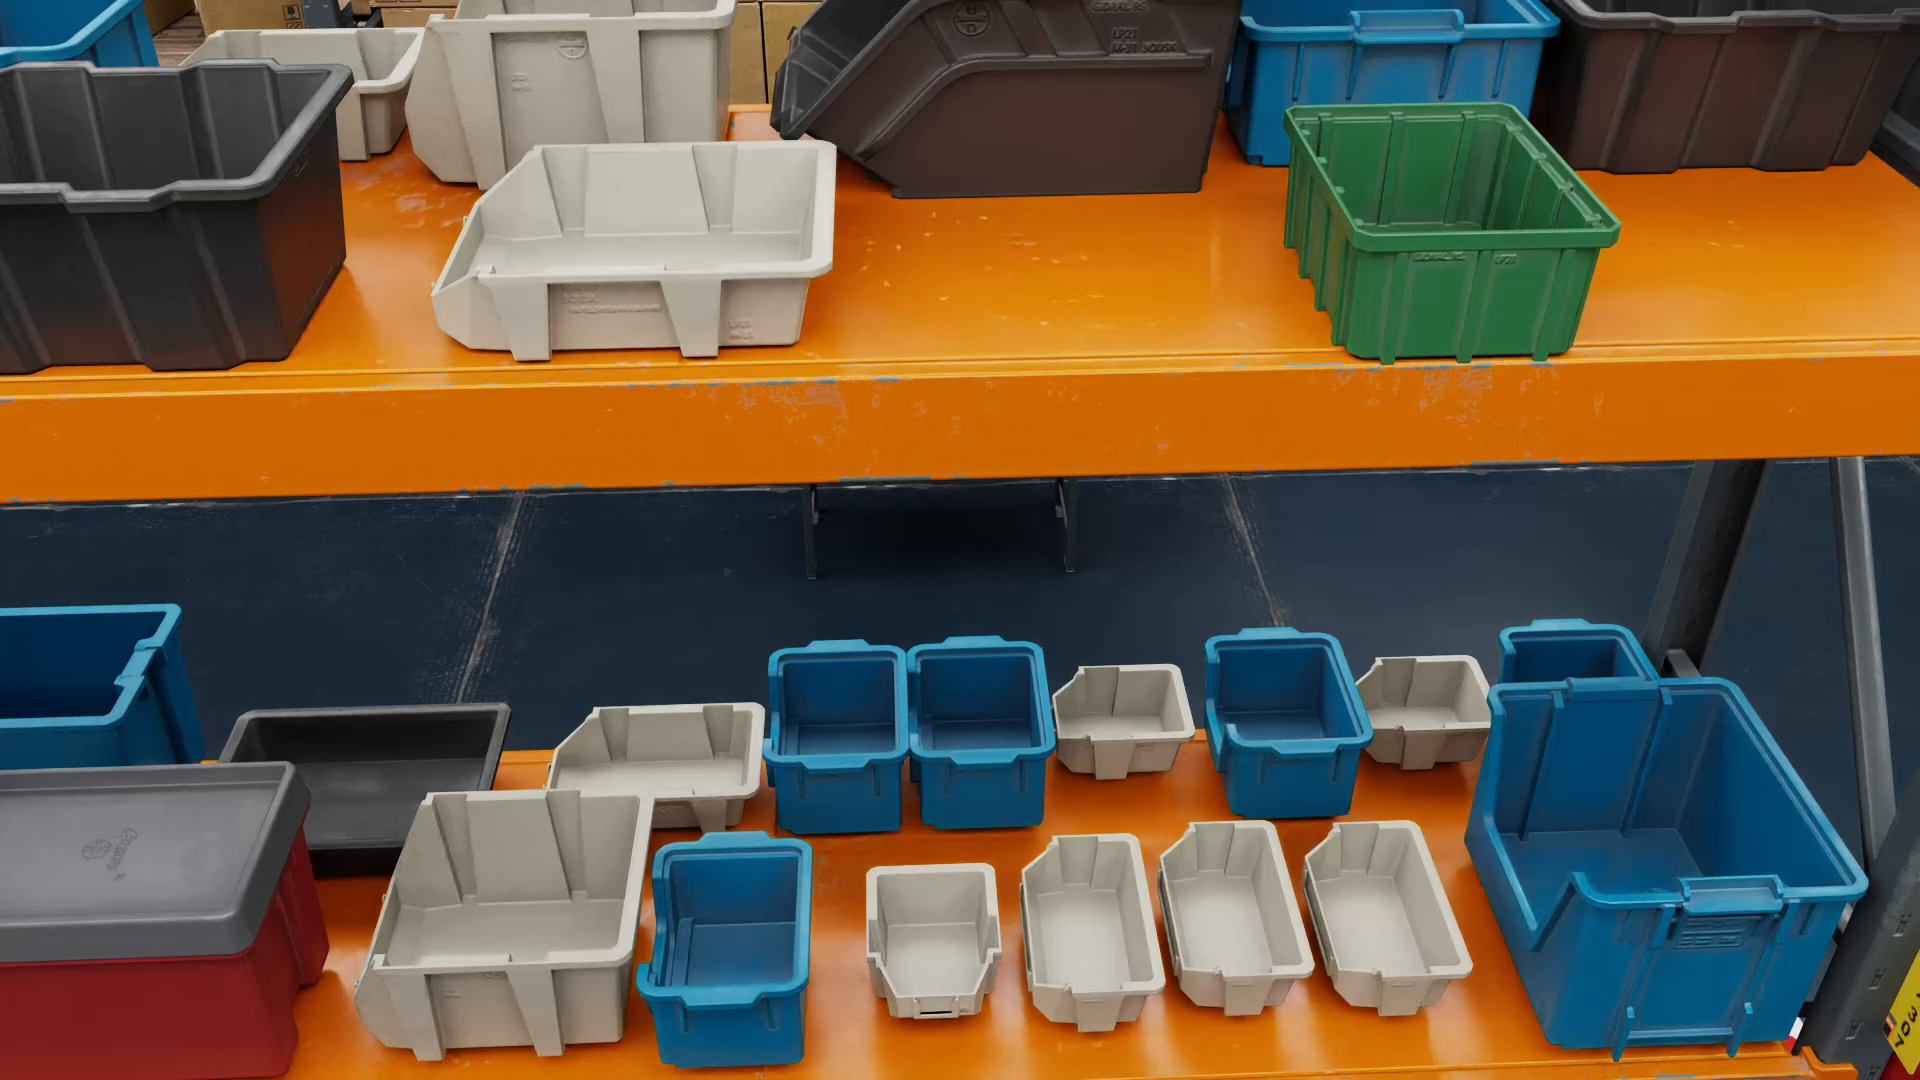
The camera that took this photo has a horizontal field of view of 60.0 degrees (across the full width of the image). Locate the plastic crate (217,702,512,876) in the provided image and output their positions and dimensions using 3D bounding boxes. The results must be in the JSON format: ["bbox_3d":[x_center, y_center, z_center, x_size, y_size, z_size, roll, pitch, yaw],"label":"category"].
[{"bbox_3d":[-1.273,0.541,3.521,0.590,0.125,0.437,-2,35,-2],"label":"plastic crate"}]

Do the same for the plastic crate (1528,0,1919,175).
[{"bbox_3d":[1.219,-0.800,2.749,0.590,0.269,0.497,-2,35,-2],"label":"plastic crate"}]

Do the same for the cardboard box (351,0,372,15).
[{"bbox_3d":[-4.378,-4.167,11.656,0.750,0.750,0.750,-1,35,-1],"label":"cardboard box"}]

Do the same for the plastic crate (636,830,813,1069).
[{"bbox_3d":[-0.422,0.773,3.091,0.300,0.233,0.416,-2,35,-2],"label":"plastic crate"}]

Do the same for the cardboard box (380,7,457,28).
[{"bbox_3d":[-2.087,-2.080,7.032,0.500,0.500,0.500,-1,35,-1],"label":"cardboard box"}]

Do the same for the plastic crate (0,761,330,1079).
[{"bbox_3d":[-1.475,0.703,2.989,0.583,0.464,0.402,-2,35,-2],"label":"plastic crate"}]

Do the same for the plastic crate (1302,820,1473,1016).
[{"bbox_3d":[0.811,0.737,3.229,0.243,0.136,0.396,-2,35,-2],"label":"plastic crate"}]

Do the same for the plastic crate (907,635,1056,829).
[{"bbox_3d":[0.040,0.427,3.591,0.300,0.233,0.416,-2,35,-2],"label":"plastic crate"}]

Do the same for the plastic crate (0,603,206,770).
[{"bbox_3d":[-1.928,0.411,3.481,0.575,0.384,0.392,-2,35,-2],"label":"plastic crate"}]

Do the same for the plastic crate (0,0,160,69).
[{"bbox_3d":[-1.484,-0.735,2.687,0.300,0.233,0.416,-2,35,-2],"label":"plastic crate"}]

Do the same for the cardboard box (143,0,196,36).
[{"bbox_3d":[-3.777,-2.453,7.202,0.500,0.500,0.700,4,35,5],"label":"cardboard box"}]

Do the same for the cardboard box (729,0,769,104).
[{"bbox_3d":[-1.076,-2.108,7.072,0.500,0.500,0.500,-2,35,-2],"label":"cardboard box"}]

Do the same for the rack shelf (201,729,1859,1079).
[{"bbox_3d":[-0.381,0.878,3.478,4.000,0.370,1.077,-2,35,-2],"label":"rack shelf"}]

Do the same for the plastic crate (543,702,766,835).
[{"bbox_3d":[-0.653,0.502,3.568,0.466,0.136,0.293,-2,35,-2],"label":"plastic crate"}]

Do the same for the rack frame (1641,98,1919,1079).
[{"bbox_3d":[1.617,0.528,3.351,0.127,3.000,1.000,-2,35,-2],"label":"rack frame"}]

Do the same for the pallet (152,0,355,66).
[{"bbox_3d":[-3.413,-2.141,7.377,1.213,0.211,1.003,-2,35,-2],"label":"pallet"}]

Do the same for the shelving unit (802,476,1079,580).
[{"bbox_3d":[-0.085,-0.614,6.320,1.048,1.500,0.538,-2,35,-2],"label":"shelving unit"}]

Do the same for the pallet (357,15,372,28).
[{"bbox_3d":[-3.615,-3.785,12.034,1.213,0.211,1.003,-2,35,-2],"label":"pallet"}]

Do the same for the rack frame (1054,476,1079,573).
[{"bbox_3d":[0.423,-0.628,6.340,0.032,1.500,0.500,-2,35,-2],"label":"rack frame"}]

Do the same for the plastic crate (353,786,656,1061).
[{"bbox_3d":[-0.845,0.724,3.120,0.530,0.282,0.437,-2,35,-2],"label":"plastic crate"}]

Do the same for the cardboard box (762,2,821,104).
[{"bbox_3d":[-0.568,-2.122,7.093,0.500,0.500,0.500,-2,35,-3],"label":"cardboard box"}]

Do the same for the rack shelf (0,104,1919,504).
[{"bbox_3d":[-0.381,-0.356,2.624,4.000,0.370,1.077,-2,35,-2],"label":"rack shelf"}]

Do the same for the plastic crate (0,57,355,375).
[{"bbox_3d":[-1.125,-0.421,2.202,0.590,0.269,0.497,-2,35,-2],"label":"plastic crate"}]

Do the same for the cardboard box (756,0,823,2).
[{"bbox_3d":[-0.581,-2.527,6.799,0.500,0.500,0.500,-1,35,-1],"label":"cardboard box"}]

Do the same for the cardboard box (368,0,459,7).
[{"bbox_3d":[-2.125,-2.485,6.738,0.500,0.500,0.500,-1,35,-1],"label":"cardboard box"}]

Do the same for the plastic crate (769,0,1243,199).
[{"bbox_3d":[0.078,-0.795,2.681,0.767,0.338,0.504,-2,35,-2],"label":"plastic crate"}]

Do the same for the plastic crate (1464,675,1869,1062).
[{"bbox_3d":[1.291,0.604,3.157,0.499,0.435,0.616,-2,35,-2],"label":"plastic crate"}]

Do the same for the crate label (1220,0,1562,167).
[{"bbox_3d":[0.680,-0.803,2.769,0.502,0.251,0.408,-2,35,-2],"label":"crate label"}]

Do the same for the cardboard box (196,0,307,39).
[{"bbox_3d":[-3.093,-2.508,7.281,0.500,0.500,0.700,-13,37,-18],"label":"cardboard box"}]

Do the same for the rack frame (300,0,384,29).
[{"bbox_3d":[-2.609,-2.180,7.264,0.127,3.000,1.000,-2,35,-2],"label":"rack frame"}]

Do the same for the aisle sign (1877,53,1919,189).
[{"bbox_3d":[1.675,-0.712,2.858,0.004,0.787,0.394,-2,35,-2],"label":"aisle sign"}]

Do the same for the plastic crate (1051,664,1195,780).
[{"bbox_3d":[0.353,0.411,3.699,0.298,0.136,0.250,-2,35,-2],"label":"plastic crate"}]

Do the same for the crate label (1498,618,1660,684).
[{"bbox_3d":[1.355,0.392,3.642,0.303,0.233,0.416,-2,35,-2],"label":"crate label"}]

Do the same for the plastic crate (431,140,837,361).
[{"bbox_3d":[-0.435,-0.400,2.288,0.530,0.136,0.437,-2,35,-2],"label":"plastic crate"}]

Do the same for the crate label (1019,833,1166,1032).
[{"bbox_3d":[0.244,0.758,3.198,0.243,0.136,0.396,-2,35,-2],"label":"crate label"}]

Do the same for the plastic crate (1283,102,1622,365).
[{"bbox_3d":[0.645,-0.429,2.285,0.336,0.188,0.450,-2,35,-2],"label":"plastic crate"}]

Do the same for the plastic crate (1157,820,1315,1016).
[{"bbox_3d":[0.521,0.736,3.229,0.243,0.136,0.396,-2,35,-2],"label":"plastic crate"}]

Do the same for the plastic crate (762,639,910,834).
[{"bbox_3d":[-0.260,0.435,3.579,0.300,0.233,0.416,-2,35,-2],"label":"plastic crate"}]

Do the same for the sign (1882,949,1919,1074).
[{"bbox_3d":[1.659,0.773,2.853,0.005,0.325,0.100,-2,35,-2],"label":"sign"}]

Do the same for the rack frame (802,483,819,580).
[{"bbox_3d":[-0.593,-0.601,6.300,0.032,1.500,0.500,-2,35,-2],"label":"rack frame"}]

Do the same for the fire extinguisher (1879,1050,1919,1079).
[{"bbox_3d":[1.789,0.968,3.112,0.183,0.674,0.296,-2,35,-2],"label":"fire extinguisher"}]

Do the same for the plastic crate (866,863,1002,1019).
[{"bbox_3d":[-0.051,0.776,3.171,0.250,0.136,0.298,-2,35,-2],"label":"plastic crate"}]

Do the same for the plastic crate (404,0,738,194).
[{"bbox_3d":[-0.611,-0.772,2.698,0.530,0.282,0.437,-2,35,-2],"label":"plastic crate"}]

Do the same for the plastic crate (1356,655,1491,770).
[{"bbox_3d":[1.030,0.393,3.725,0.298,0.136,0.250,-2,35,-2],"label":"plastic crate"}]

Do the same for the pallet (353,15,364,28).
[{"bbox_3d":[-4.836,-3.751,11.984,1.213,0.211,1.003,-2,35,-2],"label":"pallet"}]

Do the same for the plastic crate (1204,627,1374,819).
[{"bbox_3d":[0.697,0.410,3.617,0.300,0.233,0.416,-2,35,-2],"label":"plastic crate"}]

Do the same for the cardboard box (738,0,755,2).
[{"bbox_3d":[-1.096,-2.513,6.778,0.500,0.500,0.500,-3,35,-4],"label":"cardboard box"}]

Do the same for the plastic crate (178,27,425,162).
[{"bbox_3d":[-1.126,-0.740,2.779,0.466,0.136,0.293,-2,35,-2],"label":"plastic crate"}]
